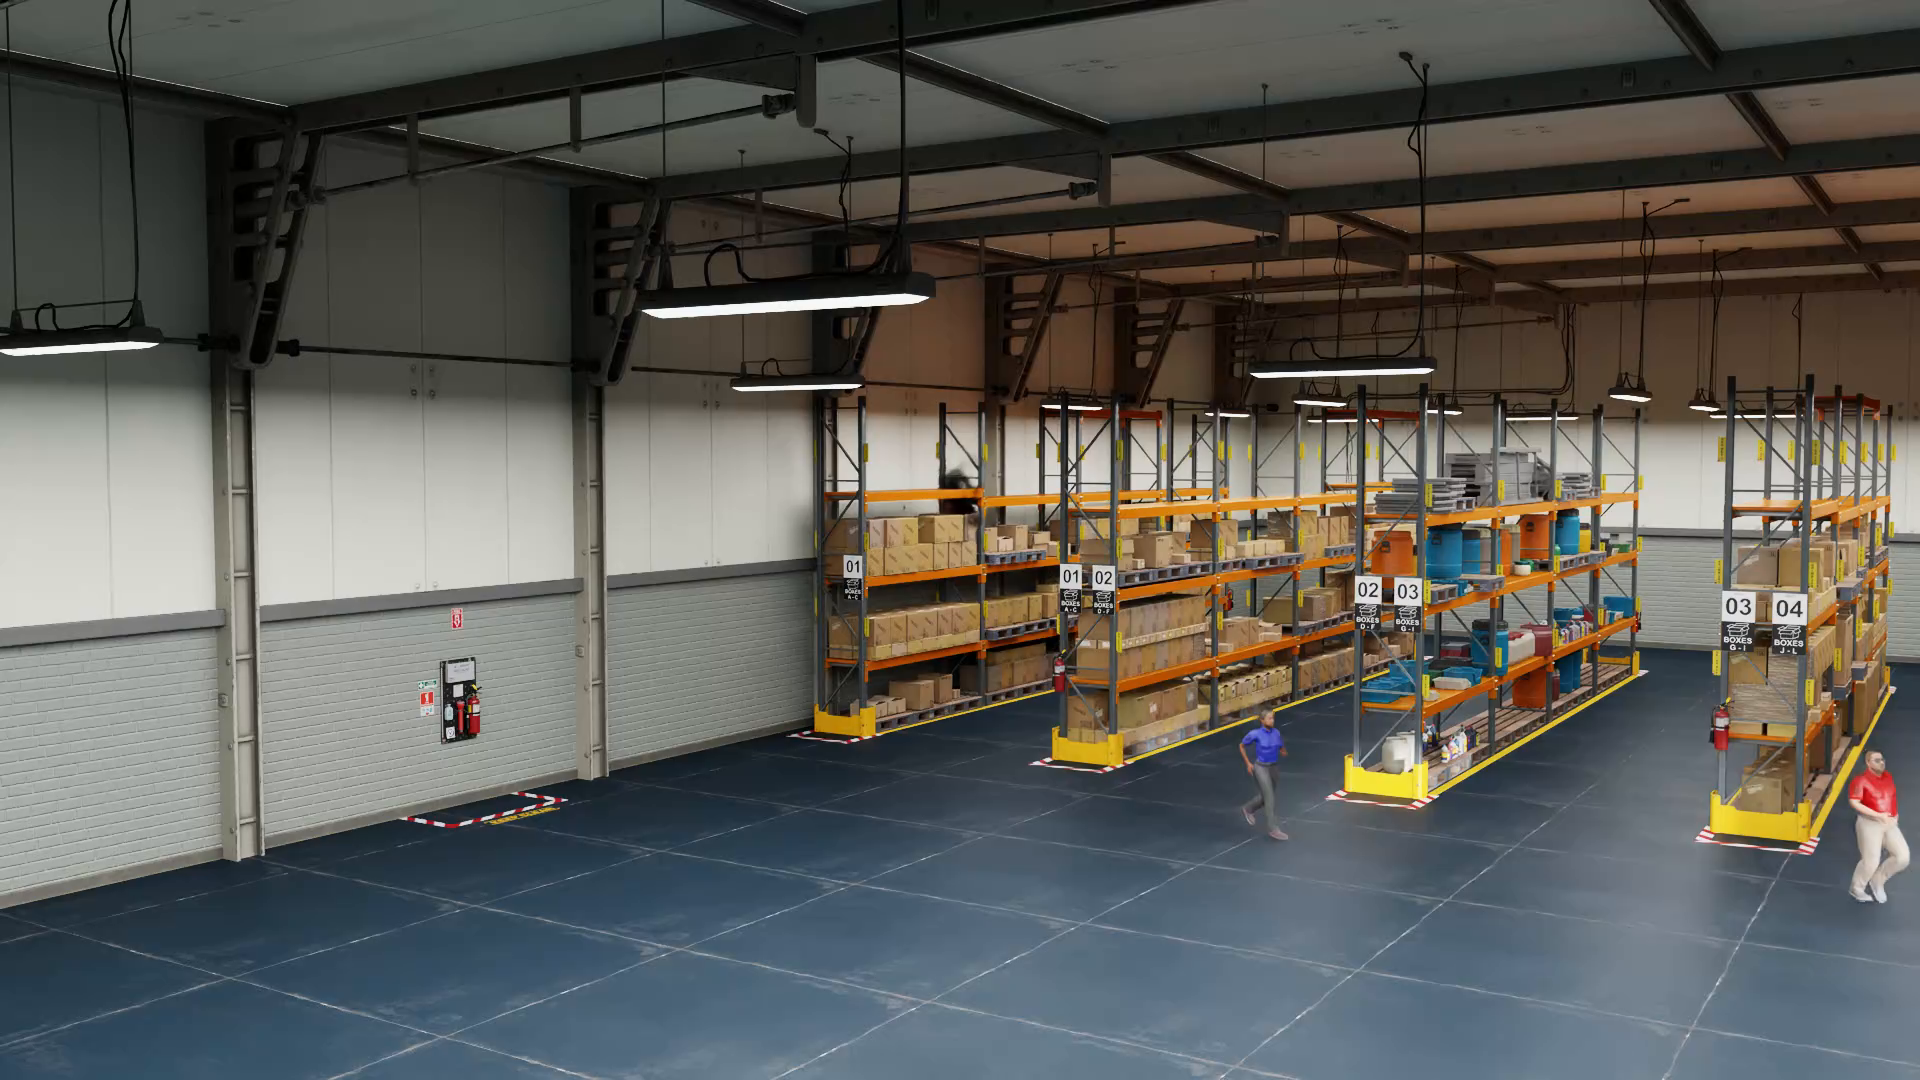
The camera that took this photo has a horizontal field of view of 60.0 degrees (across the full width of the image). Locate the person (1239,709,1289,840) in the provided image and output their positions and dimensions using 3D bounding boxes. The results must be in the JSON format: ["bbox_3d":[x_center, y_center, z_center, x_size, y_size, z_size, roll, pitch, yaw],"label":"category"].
[{"bbox_3d":[3.958,3.018,21.676,0.576,1.640,0.911,-2,4,-32],"label":"person"}]

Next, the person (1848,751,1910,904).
[{"bbox_3d":[10.180,3.187,18.431,0.665,1.703,0.629,-1,3,-15],"label":"person"}]
